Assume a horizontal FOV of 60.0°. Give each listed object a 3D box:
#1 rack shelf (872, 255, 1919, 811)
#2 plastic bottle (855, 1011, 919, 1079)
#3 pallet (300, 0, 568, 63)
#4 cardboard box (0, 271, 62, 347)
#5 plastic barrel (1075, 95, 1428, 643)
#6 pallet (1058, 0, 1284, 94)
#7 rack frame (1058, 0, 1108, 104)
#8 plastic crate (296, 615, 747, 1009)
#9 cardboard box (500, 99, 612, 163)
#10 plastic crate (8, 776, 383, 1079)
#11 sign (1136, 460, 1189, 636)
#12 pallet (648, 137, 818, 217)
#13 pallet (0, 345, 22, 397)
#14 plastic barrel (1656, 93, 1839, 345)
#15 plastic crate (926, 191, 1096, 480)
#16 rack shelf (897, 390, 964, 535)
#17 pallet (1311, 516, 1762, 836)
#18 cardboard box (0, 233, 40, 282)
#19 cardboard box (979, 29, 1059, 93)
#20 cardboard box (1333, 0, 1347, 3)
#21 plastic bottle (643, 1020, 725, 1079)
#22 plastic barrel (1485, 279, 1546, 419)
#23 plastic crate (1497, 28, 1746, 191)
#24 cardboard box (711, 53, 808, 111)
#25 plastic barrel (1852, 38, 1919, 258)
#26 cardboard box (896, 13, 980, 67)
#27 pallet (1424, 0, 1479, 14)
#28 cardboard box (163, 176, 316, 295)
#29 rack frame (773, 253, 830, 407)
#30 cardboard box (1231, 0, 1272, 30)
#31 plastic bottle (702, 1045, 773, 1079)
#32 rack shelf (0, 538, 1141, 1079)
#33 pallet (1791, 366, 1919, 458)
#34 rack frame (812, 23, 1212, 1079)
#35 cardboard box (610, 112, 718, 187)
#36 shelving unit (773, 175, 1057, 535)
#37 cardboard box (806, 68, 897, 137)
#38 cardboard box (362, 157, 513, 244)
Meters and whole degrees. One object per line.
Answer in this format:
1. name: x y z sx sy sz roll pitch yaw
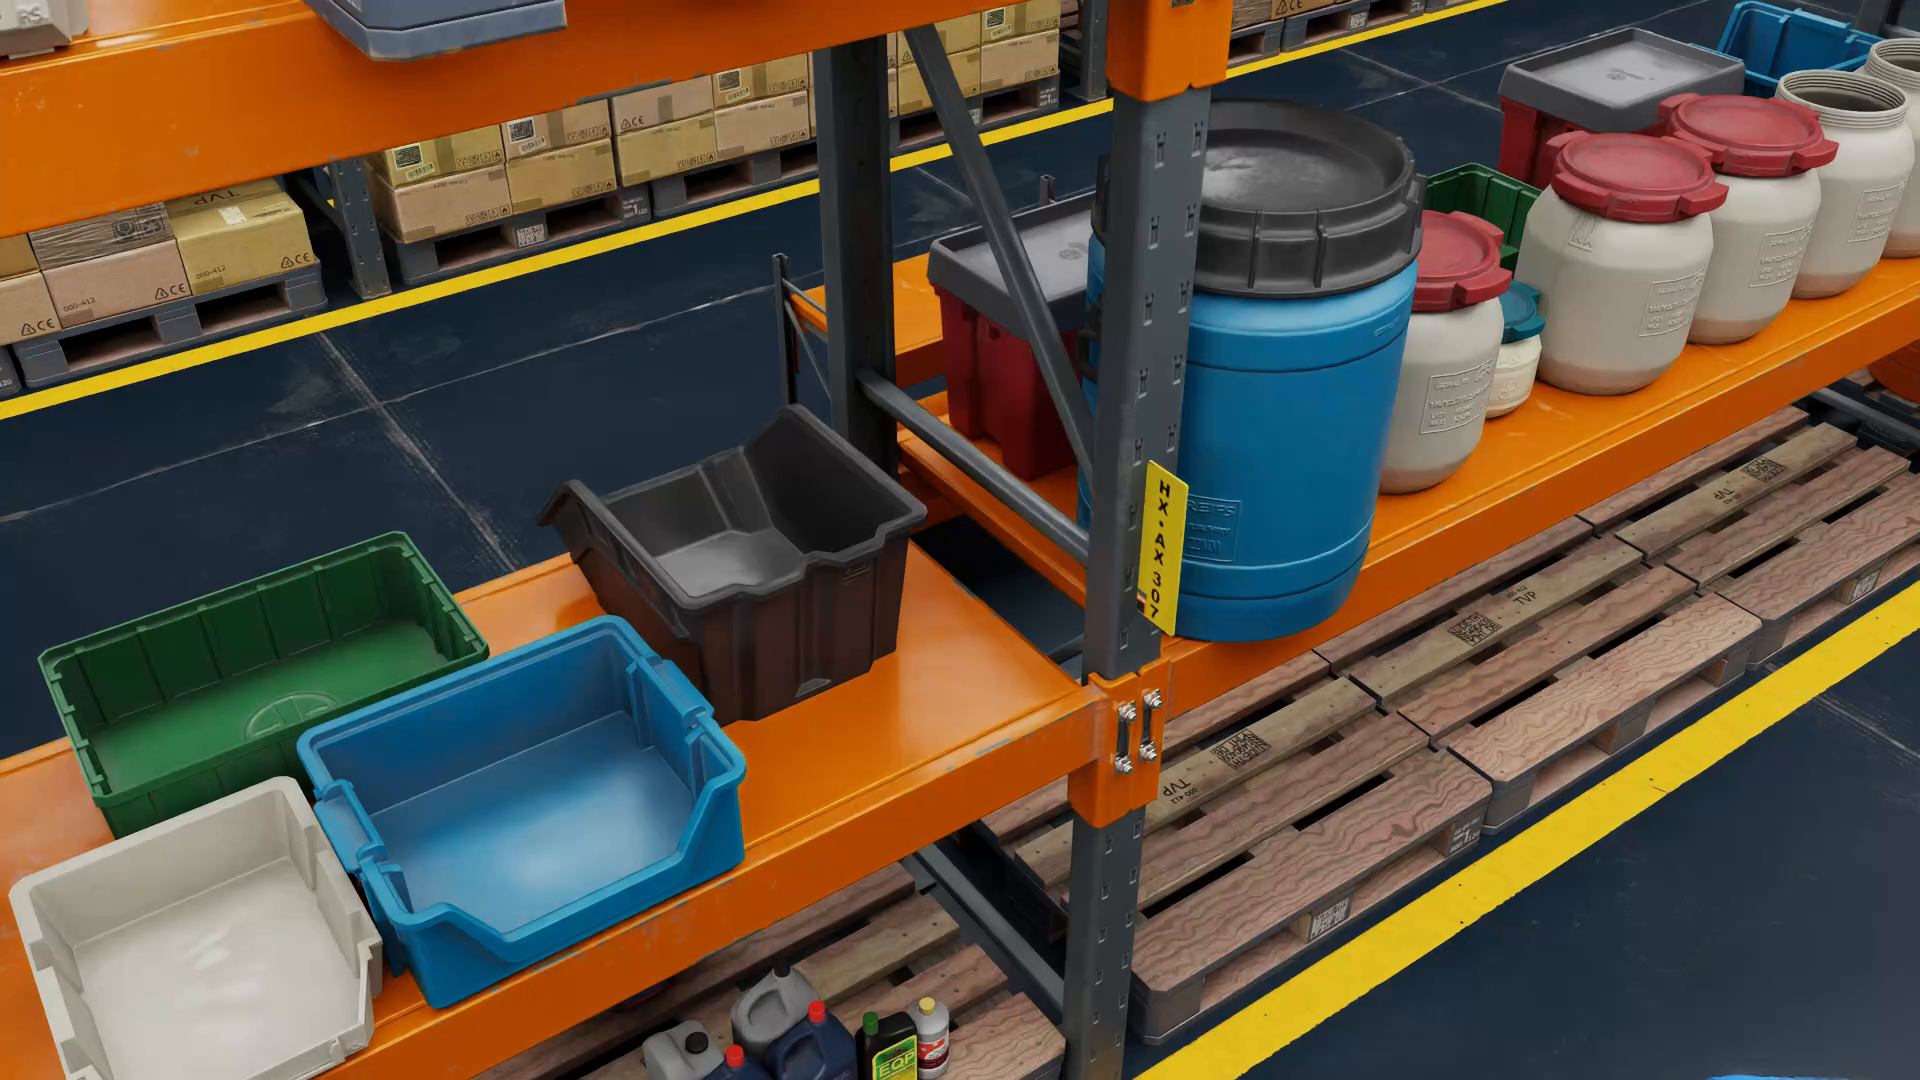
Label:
1. rack shelf: 1.680 -0.517 4.516 4.000 0.370 1.077 -22 41 -28
2. plastic bottle: -0.158 1.107 3.591 0.133 0.283 0.061 -20 40 -26
3. pallet: -0.488 -0.988 2.147 1.003 0.211 1.213 -22 41 -28
4. cardboard box: -3.873 -0.957 6.507 0.500 0.250 0.500 -22 41 -28
5. plastic barrel: 0.536 -0.325 3.204 0.708 0.901 0.600 -22 41 -28
6. pallet: 1.097 -2.948 9.668 1.213 0.211 1.003 -22 41 -28
7. rack frame: 0.465 -3.847 8.530 0.127 3.000 1.000 -22 41 -28
8. plastic crate: -0.703 0.426 2.716 0.616 0.251 0.499 -22 41 -28
9. cardboard box: -1.911 -1.969 7.434 0.500 0.311 0.500 -23 42 -28
10. plastic crate: -1.136 0.638 2.520 0.437 0.136 0.530 -22 41 -28
11. sign: 0.353 0.018 2.919 0.005 0.325 0.100 -22 41 -28
12. pallet: -1.227 -2.049 8.418 1.213 0.211 1.003 -22 41 -28
13. pallet: -4.477 -0.709 6.555 1.213 0.211 1.003 -22 41 -28
14. plastic barrel: 1.907 -0.801 4.178 0.433 0.535 0.433 0 36 0
15. plastic crate: 0.265 -0.471 3.781 0.583 0.464 0.402 -22 41 -28
16. rack shelf: 0.006 -0.260 5.567 1.000 0.278 0.538 -22 41 -28
17. pallet: 1.663 0.300 5.152 1.213 0.211 1.003 -22 41 -28
18. cardboard box: -3.880 -1.267 6.296 0.500 0.500 0.500 -22 41 -28
19. cardboard box: 0.175 -2.608 8.802 0.500 0.250 0.500 -21 41 -27
20. cardboard box: 2.263 -3.551 9.882 0.500 0.500 0.500 -24 42 -29
21. plastic bottle: -0.578 1.147 3.542 0.135 0.276 0.152 -22 41 -28
22. plastic barrel: 1.216 -0.452 3.928 0.301 0.262 0.301 0 36 0
23. plastic crate: 1.818 -1.110 4.670 0.583 0.464 0.402 -22 41 -28
24. cardboard box: -1.068 -2.321 7.923 0.500 0.311 0.500 -21 41 -27
25. plastic barrel: 2.597 -1.079 4.586 0.421 0.512 0.421 0 36 0
26. cardboard box: -0.243 -2.657 8.391 0.500 0.311 0.500 -23 42 -29
27. pallet: 3.091 -3.769 10.809 1.213 0.211 1.003 -22 41 -28
28. cardboard box: -3.058 -1.296 6.978 0.500 0.250 0.500 -22 41 -28
29. rack frame: -0.410 -0.288 5.187 0.032 1.125 0.500 -22 41 -28
30. cardboard box: 1.426 -3.206 9.403 0.500 0.500 0.500 -24 42 -29
31. plastic bottle: -0.472 1.179 3.433 0.185 0.351 0.144 -25 42 -30
32. rack shelf: -1.589 0.829 2.645 4.000 0.370 1.077 -22 41 -28
33. pallet: 3.935 -0.635 6.452 1.213 0.211 1.003 -22 41 -28
34. rack frame: 0.045 -0.136 3.370 0.127 3.000 1.000 -22 41 -28
35. cardboard box: -1.492 -1.920 7.846 0.500 0.250 0.500 -24 42 -29
36. shelving unit: 0.006 -0.459 5.425 1.048 1.125 0.538 -22 41 -28
37. cardboard box: -0.657 -2.265 8.326 0.500 0.250 0.500 -21 41 -27
38. cardboard box: -2.333 -1.573 7.364 0.500 0.250 0.500 -23 42 -29
